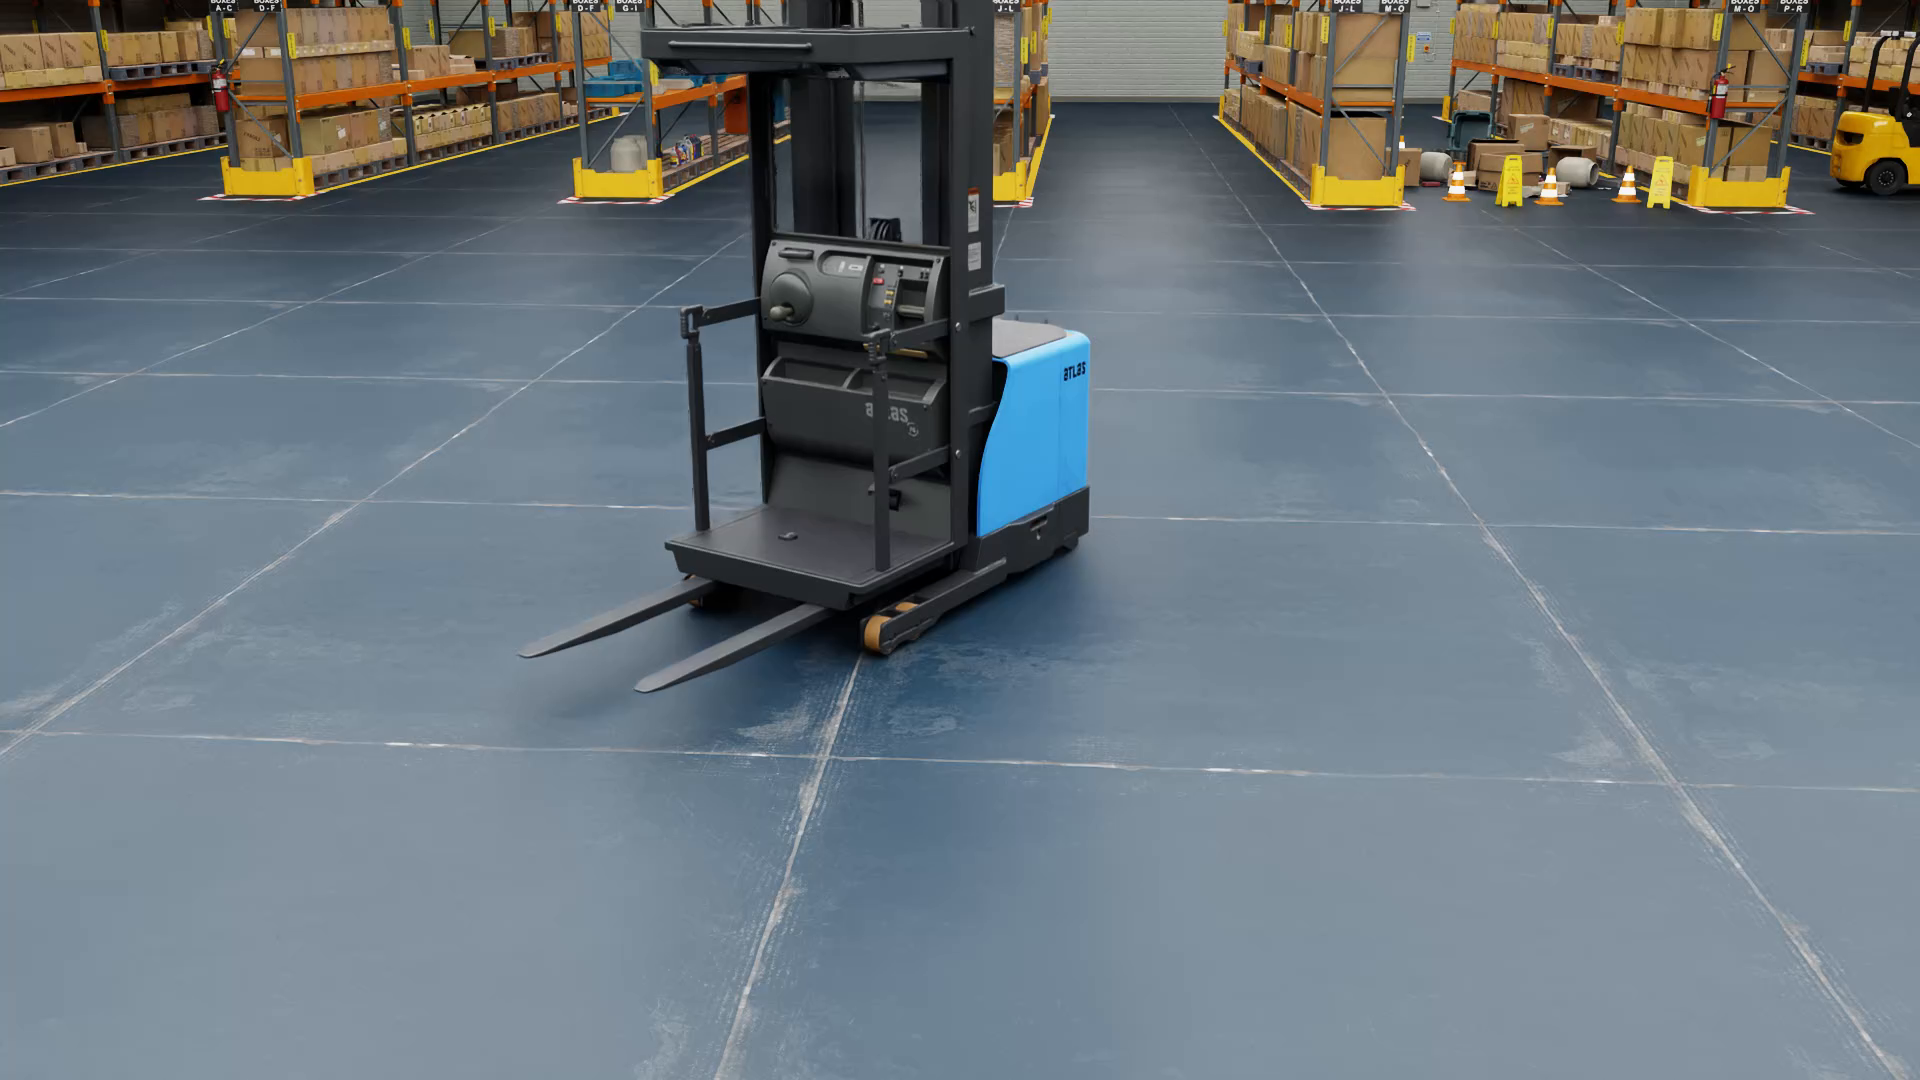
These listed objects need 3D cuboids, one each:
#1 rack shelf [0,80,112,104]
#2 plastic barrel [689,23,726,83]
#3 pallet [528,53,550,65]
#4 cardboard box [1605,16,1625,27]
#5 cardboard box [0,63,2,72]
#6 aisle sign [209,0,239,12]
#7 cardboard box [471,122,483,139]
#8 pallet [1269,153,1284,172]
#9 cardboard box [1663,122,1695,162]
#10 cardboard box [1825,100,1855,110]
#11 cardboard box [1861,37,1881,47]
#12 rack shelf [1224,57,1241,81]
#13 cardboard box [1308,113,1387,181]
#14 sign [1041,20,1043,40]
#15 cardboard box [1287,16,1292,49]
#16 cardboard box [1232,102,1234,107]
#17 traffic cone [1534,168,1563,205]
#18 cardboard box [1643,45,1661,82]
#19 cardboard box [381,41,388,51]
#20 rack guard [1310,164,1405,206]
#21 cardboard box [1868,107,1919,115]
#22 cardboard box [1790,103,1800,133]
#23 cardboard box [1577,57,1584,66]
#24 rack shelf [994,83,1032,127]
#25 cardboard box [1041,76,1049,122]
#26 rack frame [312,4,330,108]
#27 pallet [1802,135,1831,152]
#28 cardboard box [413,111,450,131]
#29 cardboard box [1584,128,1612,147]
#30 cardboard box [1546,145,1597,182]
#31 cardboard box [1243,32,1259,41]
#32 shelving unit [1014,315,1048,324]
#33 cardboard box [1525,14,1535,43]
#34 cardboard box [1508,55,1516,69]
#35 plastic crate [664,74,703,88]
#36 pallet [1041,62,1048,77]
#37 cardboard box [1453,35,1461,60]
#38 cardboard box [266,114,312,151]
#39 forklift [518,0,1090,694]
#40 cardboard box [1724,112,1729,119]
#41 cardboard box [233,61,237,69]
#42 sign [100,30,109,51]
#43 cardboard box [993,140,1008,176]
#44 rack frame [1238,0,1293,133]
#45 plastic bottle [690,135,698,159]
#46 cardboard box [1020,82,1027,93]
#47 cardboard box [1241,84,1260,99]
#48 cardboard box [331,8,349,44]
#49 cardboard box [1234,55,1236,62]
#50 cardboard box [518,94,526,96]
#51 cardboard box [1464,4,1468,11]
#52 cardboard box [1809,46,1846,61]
[{"bbox_3d":[-14.381,-6.633,25.004,1.077,0.370,4.000,1,18,4],"label":"rack shelf"},{"bbox_3d":[-4.026,-7.726,26.381,0.600,0.901,0.708,1,18,4],"label":"plastic barrel"},{"bbox_3d":[-8.889,-9.634,33.317,1.003,0.211,1.213,1,18,4],"label":"pallet"},{"bbox_3d":[10.313,-8.103,25.979,0.380,0.149,0.250,1,18,2],"label":"cardboard box"},{"bbox_3d":[-14.145,-6.943,23.800,0.500,0.500,0.500,1,18,4],"label":"cardboard box"},{"bbox_3d":[-9.880,-7.466,22.216,0.394,0.787,0.004,1,18,4],"label":"aisle sign"},{"bbox_3d":[-8.837,-7.293,29.604,0.500,0.250,0.500,1,18,3],"label":"cardboard box"},{"bbox_3d":[5.505,-6.039,26.513,1.003,0.211,1.213,1,18,4],"label":"pallet"},{"bbox_3d":[10.014,-5.467,22.827,0.500,0.500,0.500,2,18,6],"label":"cardboard box"},{"bbox_3d":[15.490,-7.655,29.265,0.380,0.149,0.250,0,18,1],"label":"cardboard box"},{"bbox_3d":[15.372,-8.356,27.906,0.380,0.149,0.250,2,18,5],"label":"cardboard box"},{"bbox_3d":[6.241,-9.886,34.932,1.077,0.370,4.000,1,18,4],"label":"rack shelf"},{"bbox_3d":[5.220,-5.282,22.463,0.875,0.875,0.875,1,18,4],"label":"cardboard box"},{"bbox_3d":[1.413,-9.010,29.371,0.100,0.325,0.005,1,18,4],"label":"sign"},{"bbox_3d":[5.626,-8.116,26.608,0.700,0.500,0.500,1,18,4],"label":"cardboard box"},{"bbox_3d":[6.035,-9.355,35.582,0.380,0.149,0.250,0,18,1],"label":"cardboard box"},{"bbox_3d":[7.795,-4.677,21.953,0.336,0.463,0.334,1,18,4],"label":"traffic cone"},{"bbox_3d":[10.098,-6.790,23.688,0.500,0.500,0.500,1,18,3],"label":"cardboard box"},{"bbox_3d":[-9.122,-7.676,25.831,0.380,0.149,0.250,1,18,3],"label":"cardboard box"},{"bbox_3d":[5.236,-4.685,21.917,1.175,0.500,0.348,1,18,4],"label":"rack guard"},{"bbox_3d":[15.610,-6.850,27.652,0.875,0.625,0.625,2,18,6],"label":"cardboard box"},{"bbox_3d":[15.623,-7.803,30.760,0.500,0.500,0.500,1,18,2],"label":"cardboard box"},{"bbox_3d":[10.448,-7.936,27.555,0.380,0.149,0.250,2,18,7],"label":"cardboard box"},{"bbox_3d":[0.441,-6.301,23.992,1.077,0.370,4.000,1,18,4],"label":"rack shelf"},{"bbox_3d":[1.132,-8.740,33.016,1.225,0.875,0.875,1,18,4],"label":"cardboard box"},{"bbox_3d":[-13.664,-10.081,34.371,1.000,3.000,0.127,1,18,4],"label":"rack frame"},{"bbox_3d":[15.798,-7.082,29.697,1.003,0.211,1.213,1,18,4],"label":"pallet"},{"bbox_3d":[-8.941,-7.085,28.069,0.500,0.311,0.500,1,18,2],"label":"cardboard box"},{"bbox_3d":[10.552,-6.380,26.623,0.950,0.372,0.625,2,18,7],"label":"cardboard box"},{"bbox_3d":[9.035,-5.554,24.566,0.500,0.500,0.500,17,25,41],"label":"cardboard box"},{"bbox_3d":[5.519,-9.456,31.238,0.380,0.149,0.250,2,18,6],"label":"cardboard box"},{"bbox_3d":[0.300,-0.617,8.620,0.215,1.050,0.252,12,21,32],"label":"shelving unit"},{"bbox_3d":[10.603,-9.288,30.186,0.500,0.500,0.500,1,18,4],"label":"cardboard box"},{"bbox_3d":[10.659,-9.006,31.332,0.500,0.250,0.500,1,18,3],"label":"cardboard box"},{"bbox_3d":[-4.164,-6.955,25.069,0.499,0.251,0.616,1,18,4],"label":"plastic crate"},{"bbox_3d":[0.926,-8.192,28.914,1.213,0.211,1.003,1,18,4],"label":"pallet"},{"bbox_3d":[11.008,-10.675,36.024,0.500,0.500,0.500,1,18,3],"label":"cardboard box"},{"bbox_3d":[-9.784,-5.978,24.386,0.500,0.500,0.500,1,18,4],"label":"cardboard box"},{"bbox_3d":[-0.586,-1.079,7.010,1.130,2.935,3.031,12,21,32],"label":"forklift"},{"bbox_3d":[15.968,-8.897,34.099,0.700,0.500,0.500,1,18,2],"label":"cardboard box"},{"bbox_3d":[-13.696,-8.826,30.912,0.380,0.149,0.250,1,18,3],"label":"cardboard box"},{"bbox_3d":[-13.696,-7.998,26.624,0.100,0.325,0.005,1,18,4],"label":"sign"},{"bbox_3d":[0.359,-5.227,22.899,0.500,0.500,0.500,5,19,14],"label":"cardboard box"},{"bbox_3d":[6.098,-9.607,32.925,1.000,3.000,0.127,1,18,4],"label":"rack frame"},{"bbox_3d":[-4.128,-6.059,25.645,0.144,0.351,0.185,0,18,1],"label":"plastic bottle"},{"bbox_3d":[0.760,-6.450,23.692,0.380,0.149,0.250,1,18,4],"label":"cardboard box"},{"bbox_3d":[5.781,-8.751,32.449,0.500,0.250,0.500,0,18,1],"label":"cardboard box"},{"bbox_3d":[-9.429,-7.545,24.388,0.700,0.500,0.500,1,18,4],"label":"cardboard box"},{"bbox_3d":[5.925,-10.069,34.737,0.380,0.149,0.250,2,18,5],"label":"cardboard box"},{"bbox_3d":[-9.027,-8.682,33.409,0.500,0.500,0.500,2,18,5],"label":"cardboard box"},{"bbox_3d":[10.947,-11.336,35.393,0.380,0.149,0.250,2,18,6],"label":"cardboard box"},{"bbox_3d":[15.460,-8.639,29.537,0.500,0.250,0.500,0,18,1],"label":"cardboard box"}]
